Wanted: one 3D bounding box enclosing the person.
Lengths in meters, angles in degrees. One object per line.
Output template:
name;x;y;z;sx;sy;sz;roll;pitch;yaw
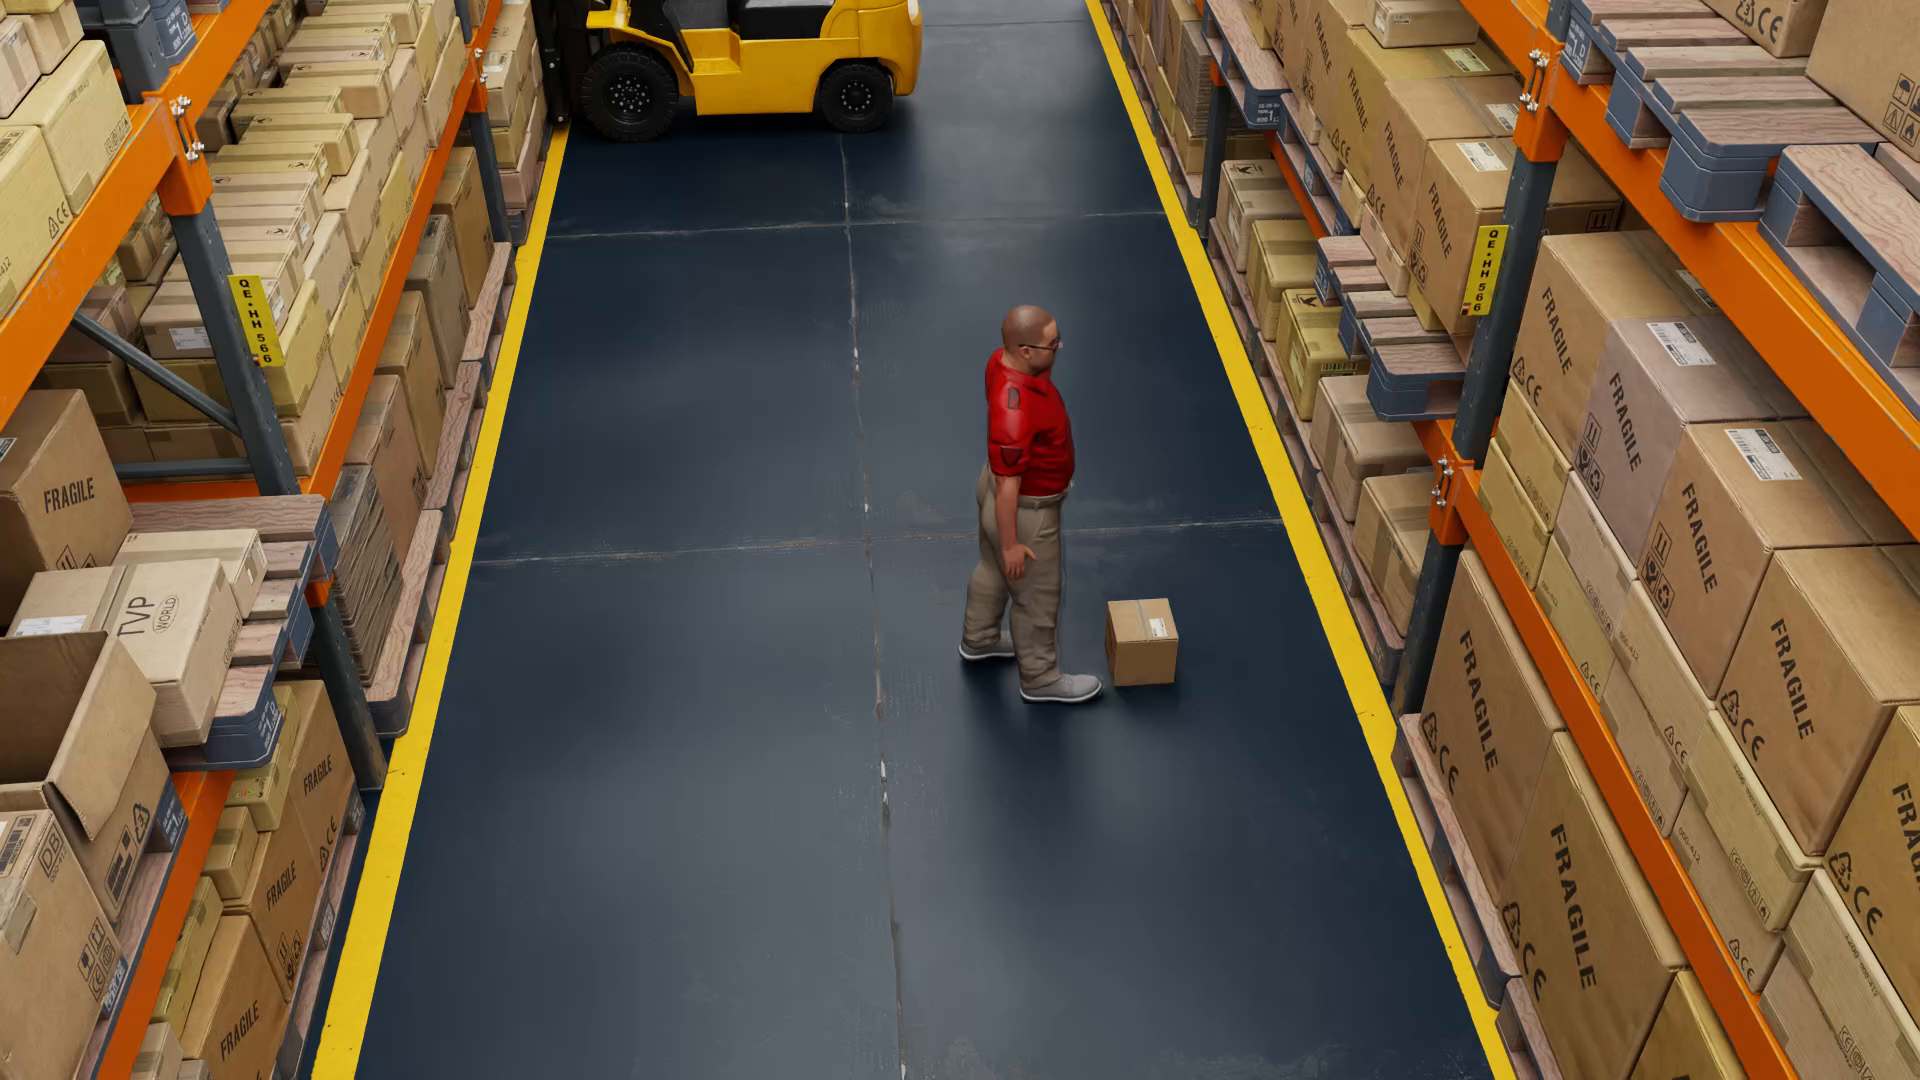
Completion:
person;0.287;-0.134;6.316;0.549;1.728;0.562;-3;39;-4
